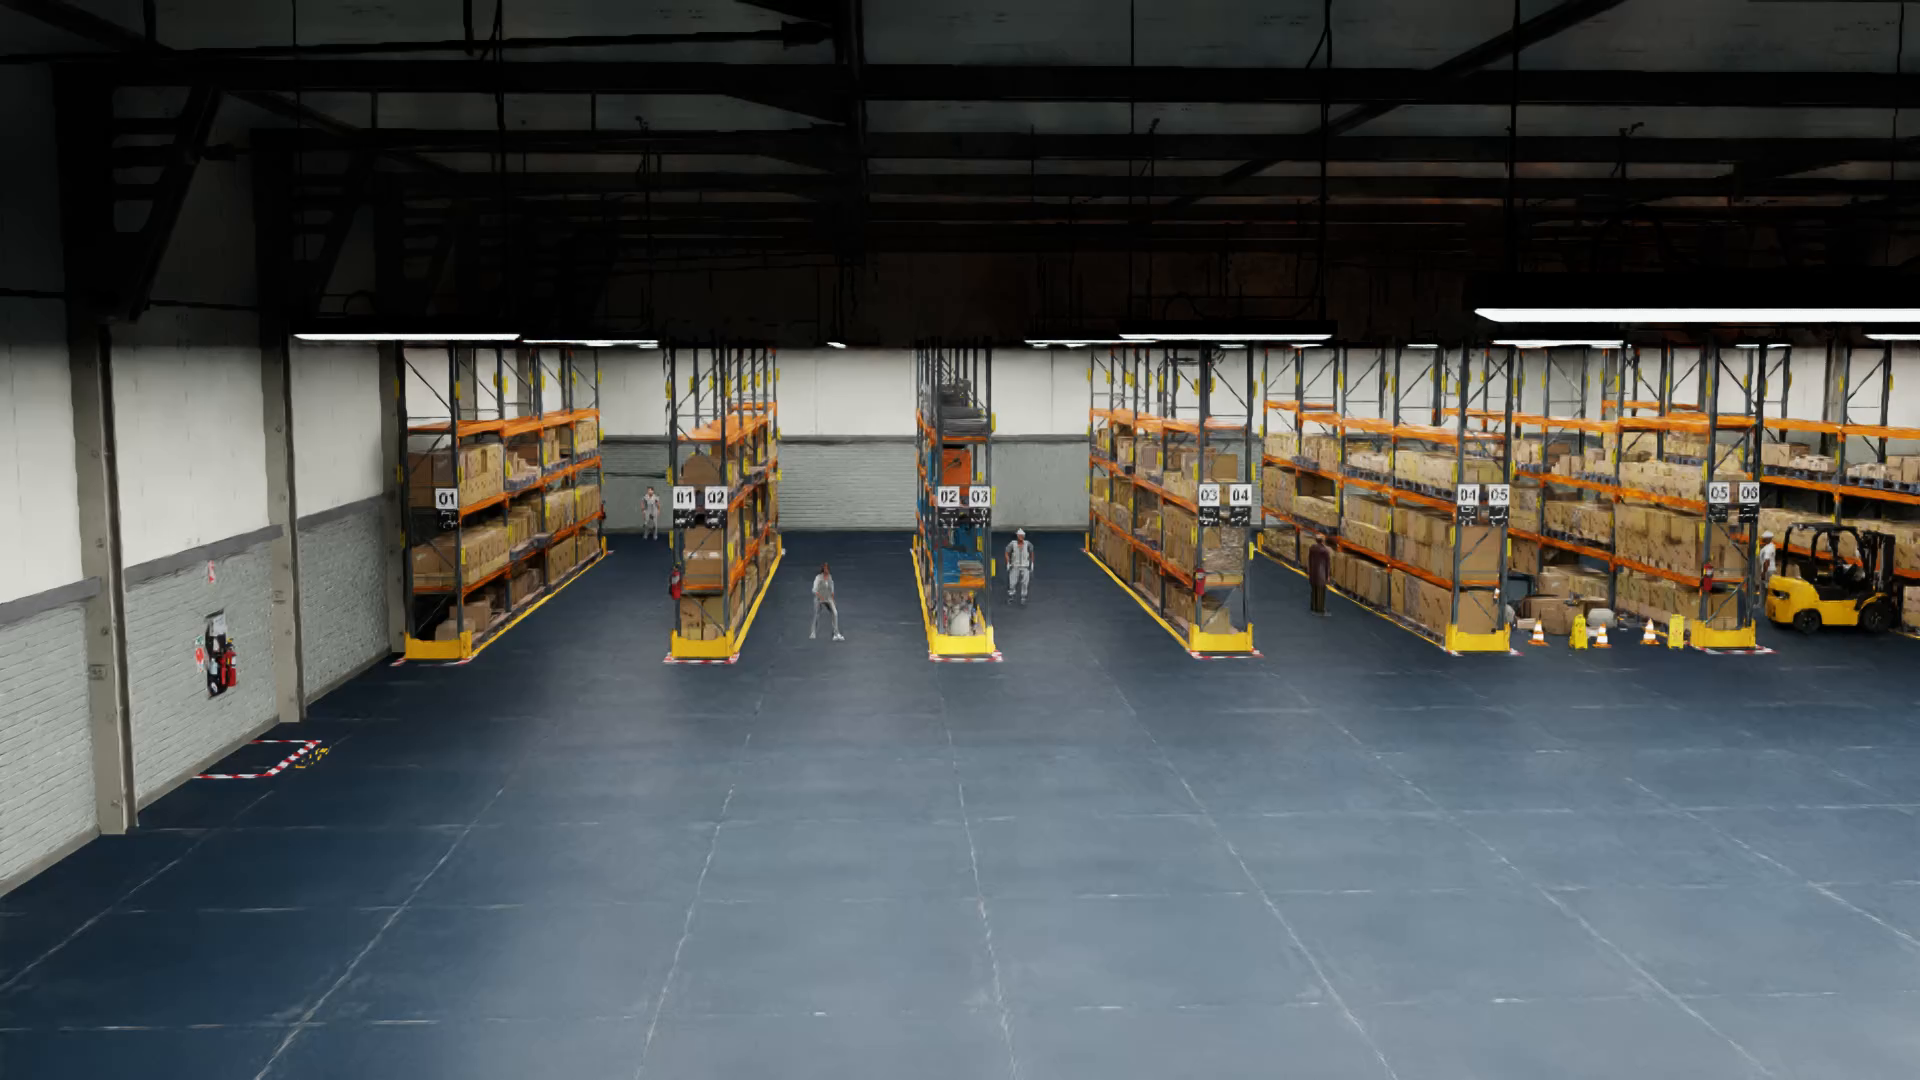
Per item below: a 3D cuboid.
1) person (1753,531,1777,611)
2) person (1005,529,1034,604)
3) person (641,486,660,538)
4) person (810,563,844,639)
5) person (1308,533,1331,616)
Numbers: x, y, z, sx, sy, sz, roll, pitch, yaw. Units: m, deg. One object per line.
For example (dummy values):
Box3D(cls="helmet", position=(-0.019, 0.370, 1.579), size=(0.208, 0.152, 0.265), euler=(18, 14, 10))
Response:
Box3D(cls="person", position=(17.763, 0.668, 36.698), size=(0.574, 1.764, 0.669), euler=(3, 7, 24))
Box3D(cls="person", position=(1.346, 0.606, 37.539), size=(0.677, 1.742, 0.551), euler=(0, 7, -4))
Box3D(cls="person", position=(-9.448, -0.847, 50.847), size=(0.580, 1.619, 0.507), euler=(-1, 7, -5))
Box3D(cls="person", position=(-2.695, 1.204, 33.045), size=(0.567, 1.533, 0.754), euler=(-3, 7, -24))
Box3D(cls="person", position=(7.821, 0.731, 36.013), size=(0.504, 1.769, 0.638), euler=(-4, 8, -33))
